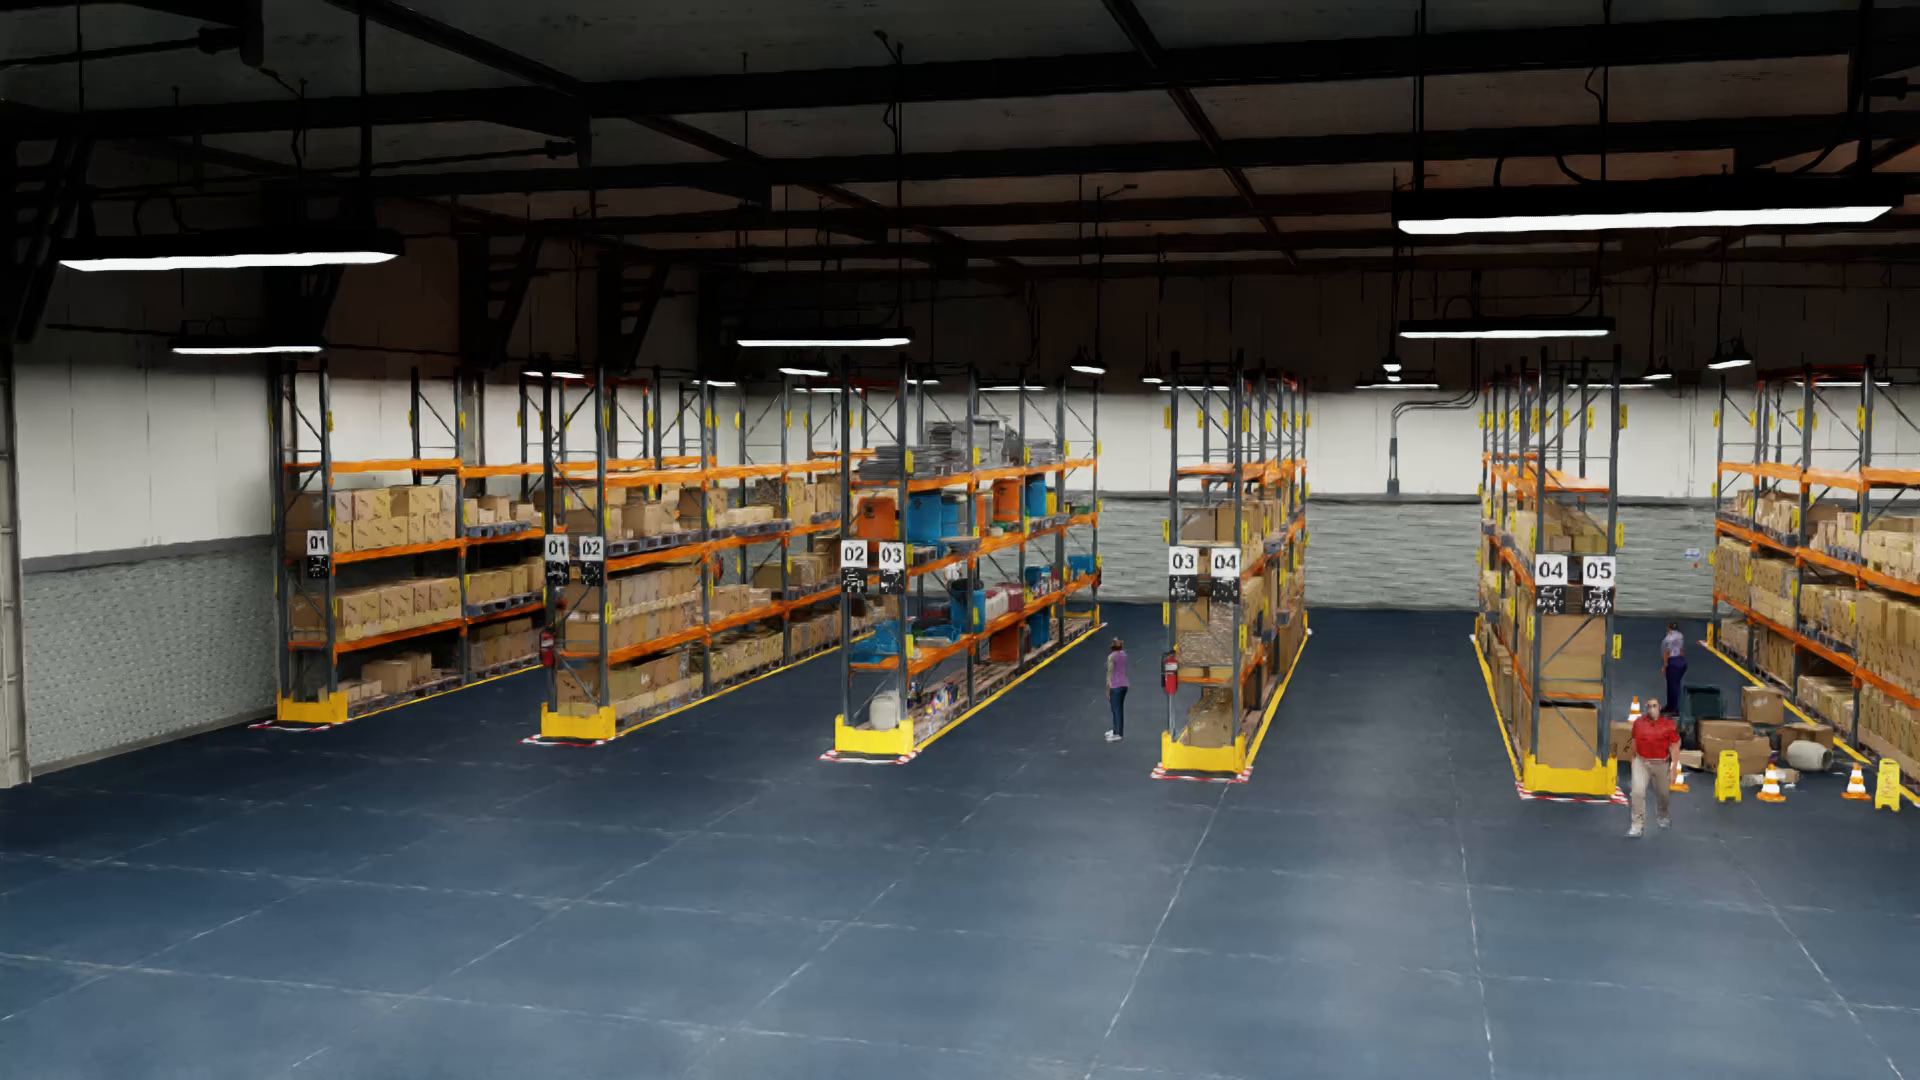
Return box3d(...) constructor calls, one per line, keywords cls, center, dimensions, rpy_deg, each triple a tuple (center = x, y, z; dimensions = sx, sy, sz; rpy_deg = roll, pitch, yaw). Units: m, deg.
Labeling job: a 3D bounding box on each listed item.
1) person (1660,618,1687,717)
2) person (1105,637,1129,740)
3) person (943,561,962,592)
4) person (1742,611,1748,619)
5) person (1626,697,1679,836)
box3d(cls="person", center=(12.044, 2.145, 28.169), dimensions=(0.598, 1.644, 0.556), rpy_deg=(-4, 6, -45))
box3d(cls="person", center=(2.433, 2.318, 26.086), dimensions=(0.467, 1.599, 0.449), rpy_deg=(-4, 6, -44))
box3d(cls="person", center=(-0.198, 1.002, 44.428), dimensions=(0.497, 1.580, 1.091), rpy_deg=(1, 4, 12))
box3d(cls="person", center=(18.769, 1.281, 39.710), dimensions=(0.475, 1.706, 0.639), rpy_deg=(-1, 4, -18))
box3d(cls="person", center=(8.386, 2.716, 20.088), dimensions=(0.564, 1.674, 0.950), rpy_deg=(2, 5, 31))
